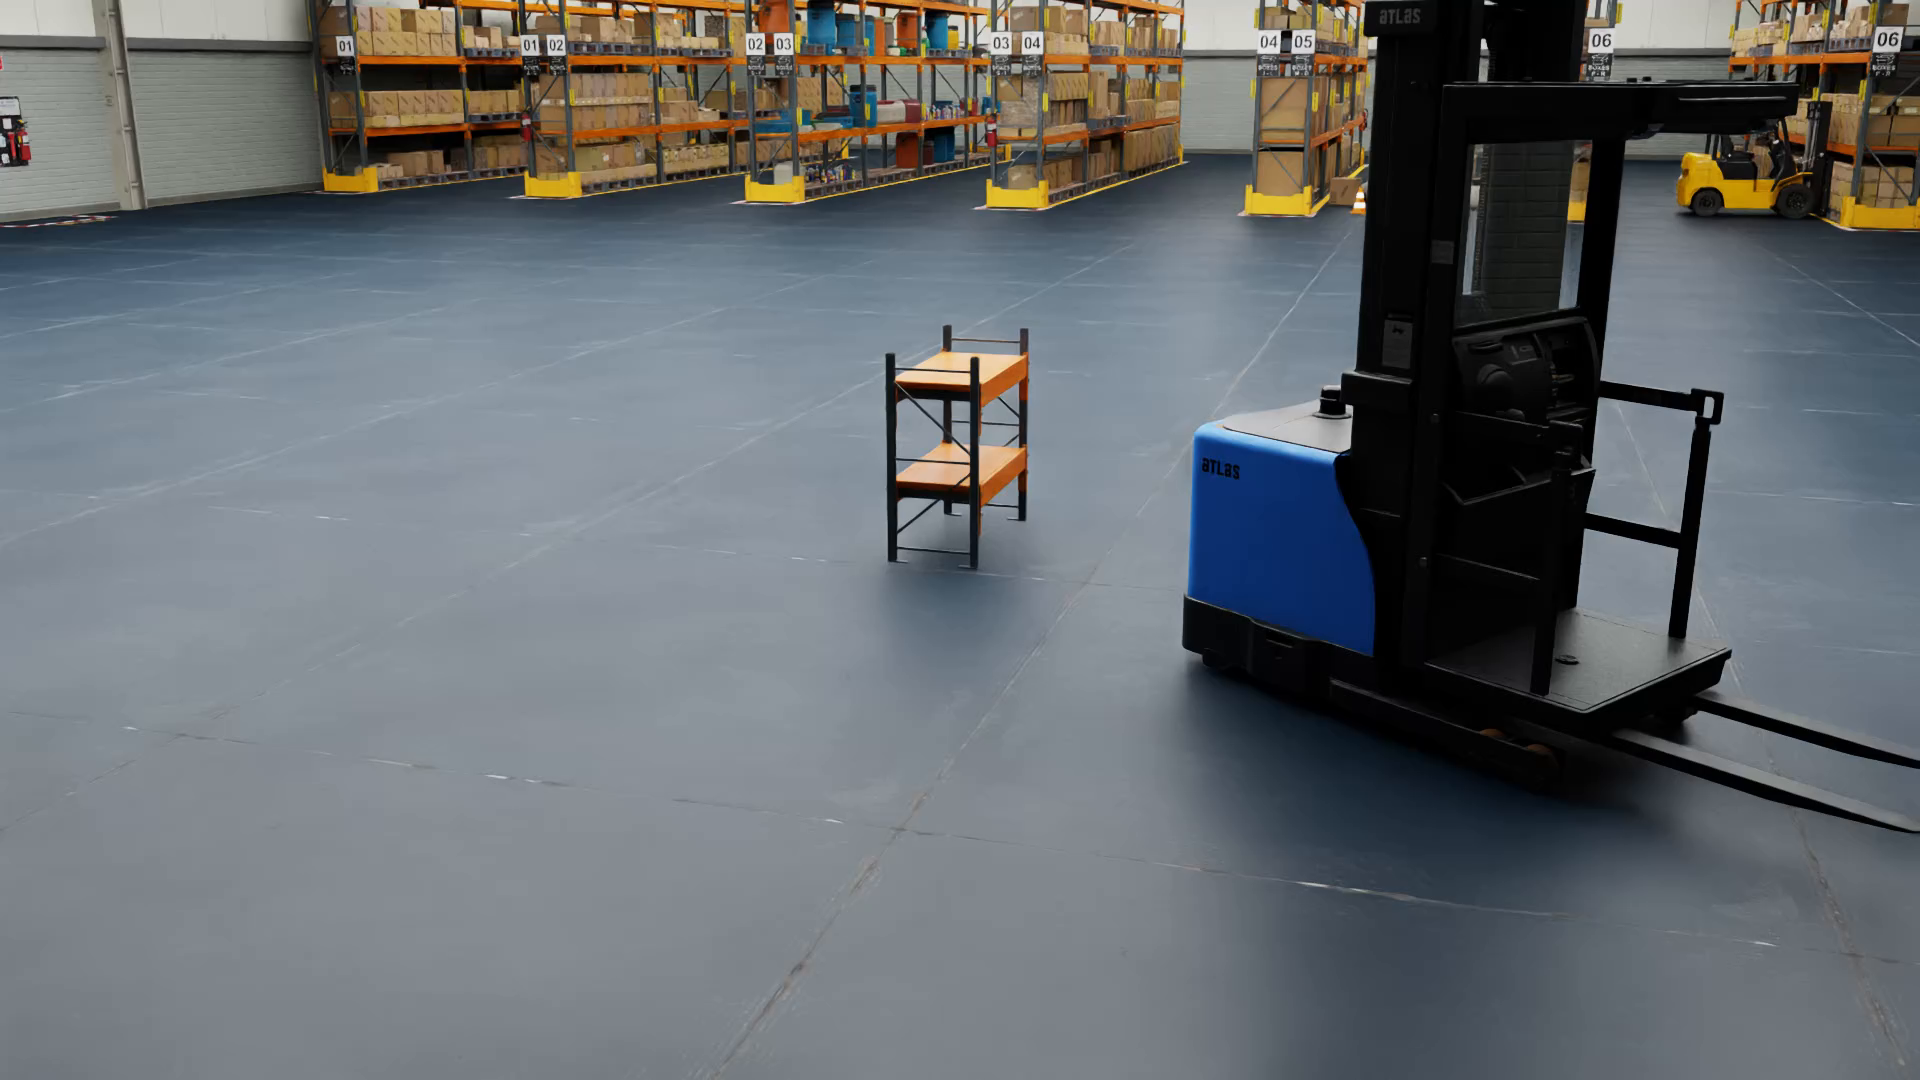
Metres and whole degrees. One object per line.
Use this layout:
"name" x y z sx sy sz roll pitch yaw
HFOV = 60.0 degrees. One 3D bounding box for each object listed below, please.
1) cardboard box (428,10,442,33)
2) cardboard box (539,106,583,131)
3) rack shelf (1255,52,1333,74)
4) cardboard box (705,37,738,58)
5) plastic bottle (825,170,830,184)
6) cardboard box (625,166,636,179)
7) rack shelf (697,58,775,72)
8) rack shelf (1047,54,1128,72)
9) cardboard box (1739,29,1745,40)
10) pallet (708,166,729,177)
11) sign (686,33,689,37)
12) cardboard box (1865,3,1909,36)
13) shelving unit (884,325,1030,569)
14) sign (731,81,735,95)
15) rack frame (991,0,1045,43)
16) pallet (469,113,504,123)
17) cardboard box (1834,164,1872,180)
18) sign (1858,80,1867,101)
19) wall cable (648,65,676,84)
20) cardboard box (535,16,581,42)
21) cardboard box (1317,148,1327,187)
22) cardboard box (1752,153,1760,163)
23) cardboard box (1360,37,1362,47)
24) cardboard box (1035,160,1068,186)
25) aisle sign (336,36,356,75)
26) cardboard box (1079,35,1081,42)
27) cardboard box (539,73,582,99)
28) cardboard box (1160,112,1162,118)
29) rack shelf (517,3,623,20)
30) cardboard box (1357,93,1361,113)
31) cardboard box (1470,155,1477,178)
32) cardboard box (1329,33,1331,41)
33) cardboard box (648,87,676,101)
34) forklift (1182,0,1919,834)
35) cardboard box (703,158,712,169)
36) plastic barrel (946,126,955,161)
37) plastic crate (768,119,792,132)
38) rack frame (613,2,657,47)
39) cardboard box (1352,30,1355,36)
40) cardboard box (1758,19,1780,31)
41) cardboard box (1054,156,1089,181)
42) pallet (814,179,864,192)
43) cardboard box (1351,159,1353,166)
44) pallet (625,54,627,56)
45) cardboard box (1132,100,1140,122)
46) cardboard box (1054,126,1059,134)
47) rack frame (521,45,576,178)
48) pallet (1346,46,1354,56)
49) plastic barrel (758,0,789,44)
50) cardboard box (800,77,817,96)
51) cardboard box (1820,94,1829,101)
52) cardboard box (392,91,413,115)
"cardboard box" -12.064 -11.701 37.538 0.500 0.500 0.500 6 17 19
"cardboard box" -8.277 -8.756 34.520 0.700 0.500 0.500 5 16 16
"rack shelf" 6.370 -9.027 31.479 1.077 0.370 4.000 5 16 16
"cardboard box" -6.056 -12.288 41.475 0.910 0.500 0.500 5 16 16
"plastic bottle" -2.778 -7.615 34.851 0.061 0.283 0.133 5 17 17
"cardboard box" -7.487 -8.112 36.703 0.500 0.250 0.500 5 16 16
"rack shelf" -5.580 -12.300 43.019 1.077 0.370 4.000 5 16 16
"rack shelf" 2.780 -10.485 36.618 1.077 0.370 4.000 5 16 16
"cardboard box" 19.225 -12.245 40.321 0.500 0.250 0.500 4 16 15
"pallet" -6.419 -9.126 41.118 1.003 0.211 1.213 5 16 16
"sign" -8.109 -14.941 49.535 0.100 0.325 0.005 5 16 16
"cardboard box" 15.229 -8.541 27.313 0.500 0.500 0.500 5 17 18
"shelving unit" 0.002 -0.543 9.182 0.538 1.125 1.048 5 16 16
"sign" -5.615 -11.195 41.179 0.100 0.325 0.005 5 16 16
"rack frame" 1.075 -10.704 30.576 1.000 3.000 0.127 5 16 16
"pallet" -11.679 -10.113 39.839 1.003 0.211 1.213 5 16 16
"cardboard box" 15.308 -6.304 28.496 0.500 0.250 0.500 5 17 17
"sign" 14.821 -7.382 27.303 0.100 0.325 0.005 5 16 16
"wall cable" -9.168 -14.053 51.517 0.084 1.984 1.851 5 16 16
"cardboard box" -8.254 -10.499 34.136 0.797 0.503 0.637 6 17 20
"cardboard box" 7.029 -7.742 34.482 1.050 0.750 0.750 5 16 16
"cardboard box" 18.106 -8.425 37.347 0.500 0.500 0.500 4 16 14
"cardboard box" 9.725 -12.395 41.394 0.500 0.250 0.500 5 16 16
"cardboard box" 1.905 -7.612 34.480 0.500 0.500 0.500 11 19 33
"aisle sign" -12.905 -10.179 34.955 0.394 0.787 0.004 5 16 16
"cardboard box" 2.245 -10.184 33.786 0.380 0.149 0.250 4 16 13
"cardboard box" -8.262 -9.394 34.392 0.700 0.500 0.500 5 16 16
"cardboard box" 5.037 -11.026 43.165 0.380 0.149 0.250 5 17 18
"rack shelf" -10.330 -13.934 44.016 1.077 0.370 4.000 5 16 16
"cardboard box" 9.906 -11.106 42.261 0.500 0.500 0.500 4 16 15
"cardboard box" 9.998 -7.388 33.072 0.500 0.500 0.500 5 16 16
"cardboard box" 6.998 -9.772 32.295 0.380 0.149 0.250 5 17 17
"cardboard box" -8.956 -12.975 49.028 0.980 0.700 0.700 4 16 15
"forklift" 2.315 -0.647 6.239 1.130 2.935 3.031 -13 20 -38
"cardboard box" -6.353 -9.136 40.312 0.500 0.250 0.500 5 17 17
"plastic barrel" -0.434 -10.393 43.550 0.600 0.901 0.708 5 16 16
"plastic crate" -3.628 -8.454 33.910 0.499 0.251 0.408 5 16 16
"rack frame" -7.285 -12.520 36.978 1.000 3.000 0.127 5 16 16
"cardboard box" 9.527 -12.407 40.705 0.380 0.149 0.250 4 16 15
"cardboard box" 18.327 -11.668 37.675 0.396 0.266 0.258 4 16 15
"cardboard box" 2.407 -8.032 35.926 0.700 0.500 0.500 3 16 12
"pallet" -2.768 -7.734 36.211 1.003 0.211 1.213 5 16 16
"cardboard box" 9.624 -9.447 41.594 0.380 0.149 0.250 4 16 13
"pallet" -9.519 -13.723 46.881 1.003 0.211 1.213 5 16 16
"cardboard box" 4.034 -10.334 40.084 0.500 0.500 0.500 4 16 15
"cardboard box" 1.734 -8.081 32.782 0.380 0.149 0.250 5 16 16
"rack frame" -8.421 -8.587 34.107 1.000 3.000 0.127 5 16 16
"pallet" 7.943 -10.679 36.333 1.213 0.211 1.003 5 17 18
"plastic barrel" -3.657 -10.191 32.707 0.600 0.830 0.708 5 16 16
"cardboard box" -4.315 -12.627 46.333 0.500 0.500 0.500 4 16 14
"cardboard box" 16.099 -8.155 30.666 0.380 0.149 0.250 5 17 17
"cardboard box" -12.445 -9.633 36.659 0.500 0.500 0.500 4 16 14
